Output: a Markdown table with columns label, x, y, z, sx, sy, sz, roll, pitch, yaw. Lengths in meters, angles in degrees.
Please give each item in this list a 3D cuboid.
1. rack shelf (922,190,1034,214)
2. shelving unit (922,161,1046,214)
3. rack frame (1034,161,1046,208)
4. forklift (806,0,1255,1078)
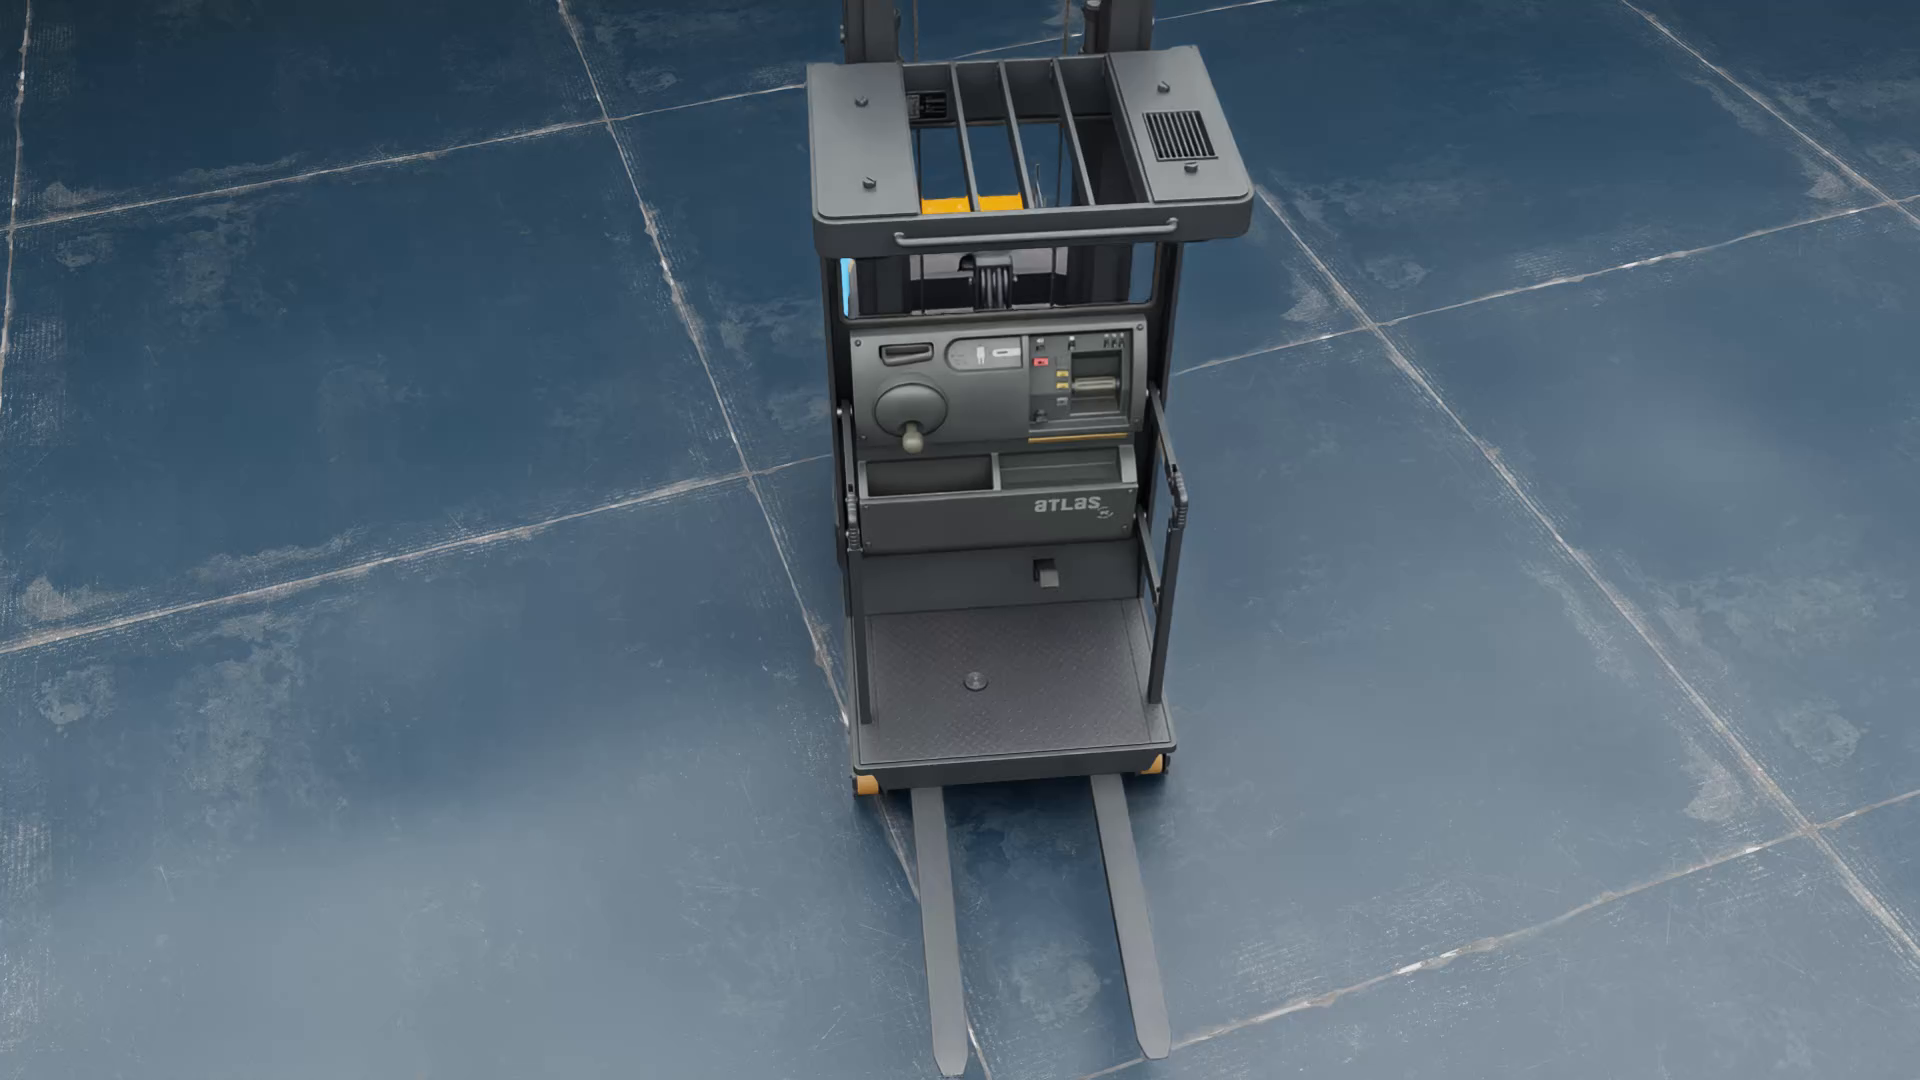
| label | x | y | z | sx | sy | sz | roll | pitch | yaw |
| --- | --- | --- | --- | --- | --- | --- | --- | --- | --- |
| rack shelf | 0.070 | -1.243 | 6.585 | 0.480 | 0.148 | 0.258 | -4 | 45 | -4 |
| shelving unit | 0.070 | -0.963 | 6.862 | 0.503 | 1.200 | 0.258 | -4 | 45 | -4 |
| rack frame | 0.313 | -0.979 | 6.877 | 0.015 | 1.200 | 0.240 | -4 | 45 | -4 |
| forklift | 0.147 | -0.395 | 5.074 | 1.130 | 2.935 | 3.031 | -4 | 45 | -4 |
